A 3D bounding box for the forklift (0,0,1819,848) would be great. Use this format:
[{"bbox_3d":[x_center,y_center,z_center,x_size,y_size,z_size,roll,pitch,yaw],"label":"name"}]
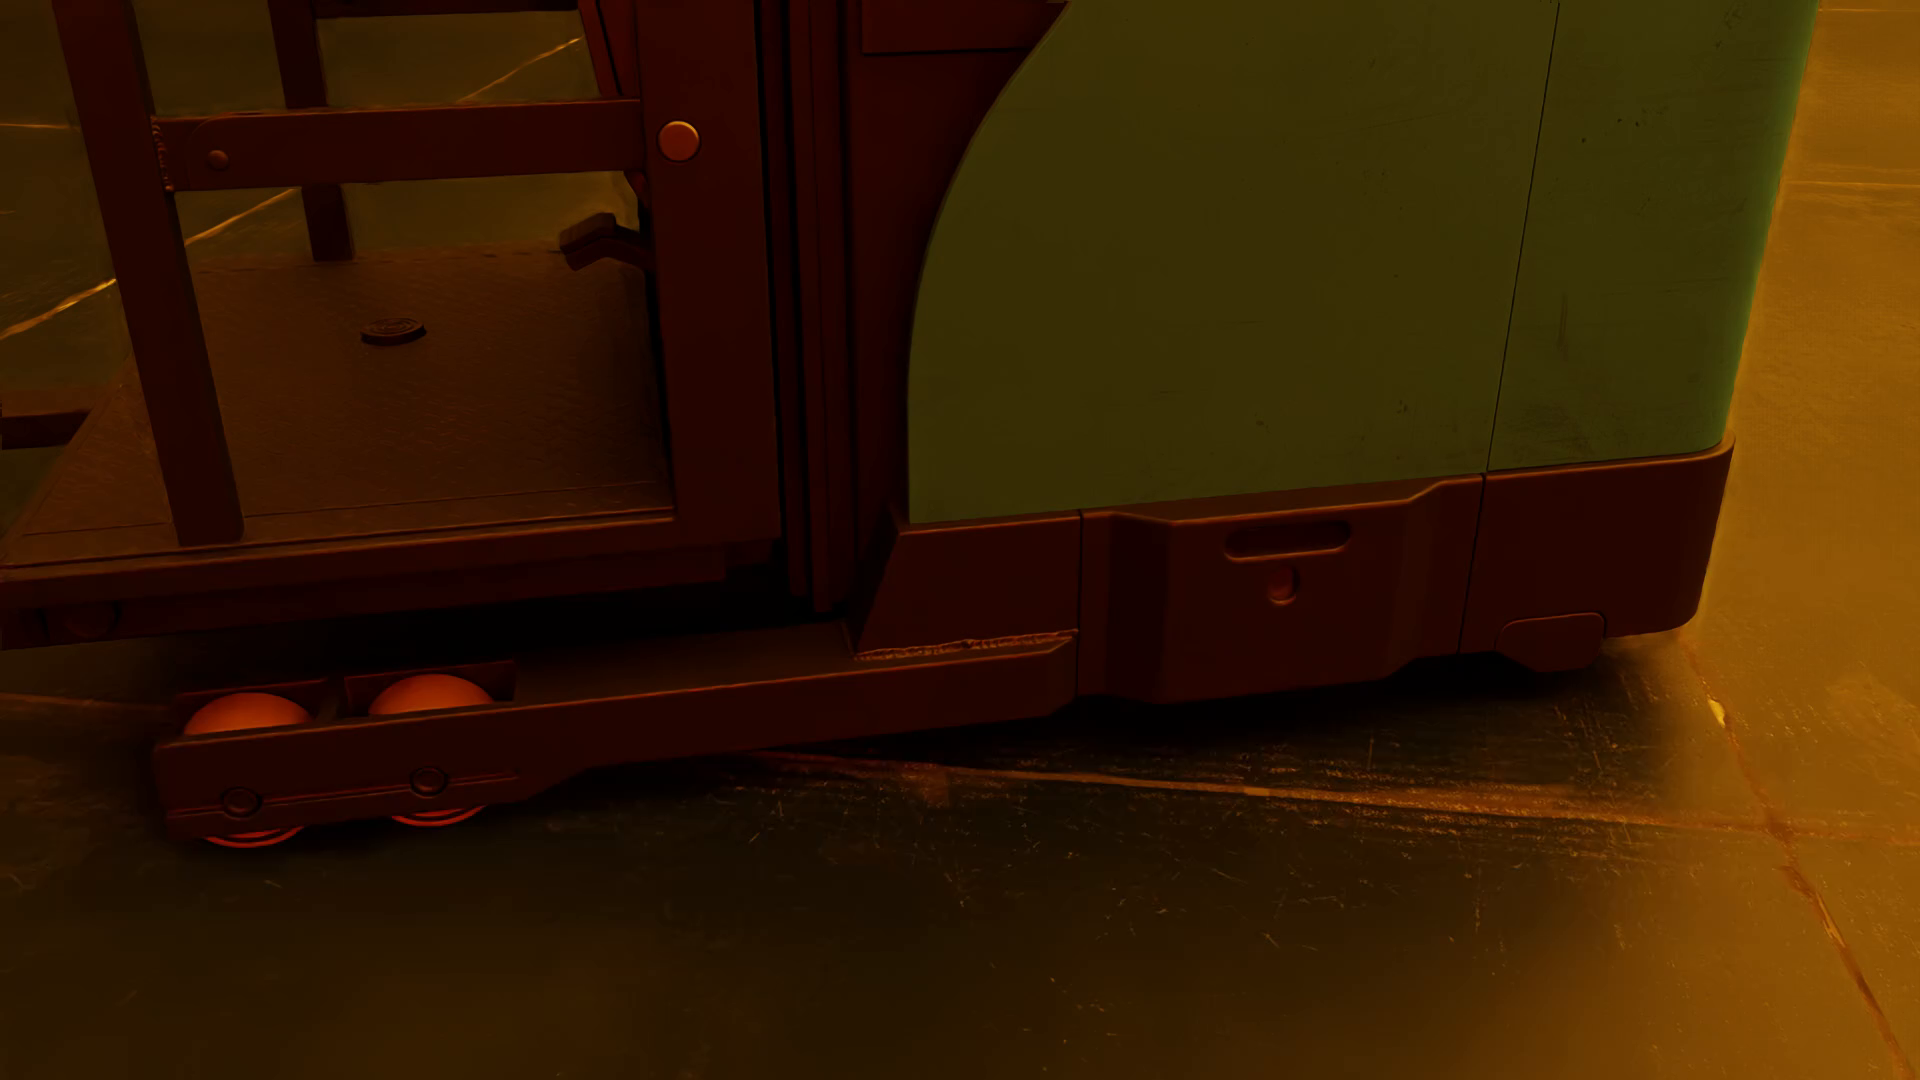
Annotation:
[{"bbox_3d":[-0.604,-1.232,1.685,3.031,2.935,1.130,-5,27,-10],"label":"forklift"}]
